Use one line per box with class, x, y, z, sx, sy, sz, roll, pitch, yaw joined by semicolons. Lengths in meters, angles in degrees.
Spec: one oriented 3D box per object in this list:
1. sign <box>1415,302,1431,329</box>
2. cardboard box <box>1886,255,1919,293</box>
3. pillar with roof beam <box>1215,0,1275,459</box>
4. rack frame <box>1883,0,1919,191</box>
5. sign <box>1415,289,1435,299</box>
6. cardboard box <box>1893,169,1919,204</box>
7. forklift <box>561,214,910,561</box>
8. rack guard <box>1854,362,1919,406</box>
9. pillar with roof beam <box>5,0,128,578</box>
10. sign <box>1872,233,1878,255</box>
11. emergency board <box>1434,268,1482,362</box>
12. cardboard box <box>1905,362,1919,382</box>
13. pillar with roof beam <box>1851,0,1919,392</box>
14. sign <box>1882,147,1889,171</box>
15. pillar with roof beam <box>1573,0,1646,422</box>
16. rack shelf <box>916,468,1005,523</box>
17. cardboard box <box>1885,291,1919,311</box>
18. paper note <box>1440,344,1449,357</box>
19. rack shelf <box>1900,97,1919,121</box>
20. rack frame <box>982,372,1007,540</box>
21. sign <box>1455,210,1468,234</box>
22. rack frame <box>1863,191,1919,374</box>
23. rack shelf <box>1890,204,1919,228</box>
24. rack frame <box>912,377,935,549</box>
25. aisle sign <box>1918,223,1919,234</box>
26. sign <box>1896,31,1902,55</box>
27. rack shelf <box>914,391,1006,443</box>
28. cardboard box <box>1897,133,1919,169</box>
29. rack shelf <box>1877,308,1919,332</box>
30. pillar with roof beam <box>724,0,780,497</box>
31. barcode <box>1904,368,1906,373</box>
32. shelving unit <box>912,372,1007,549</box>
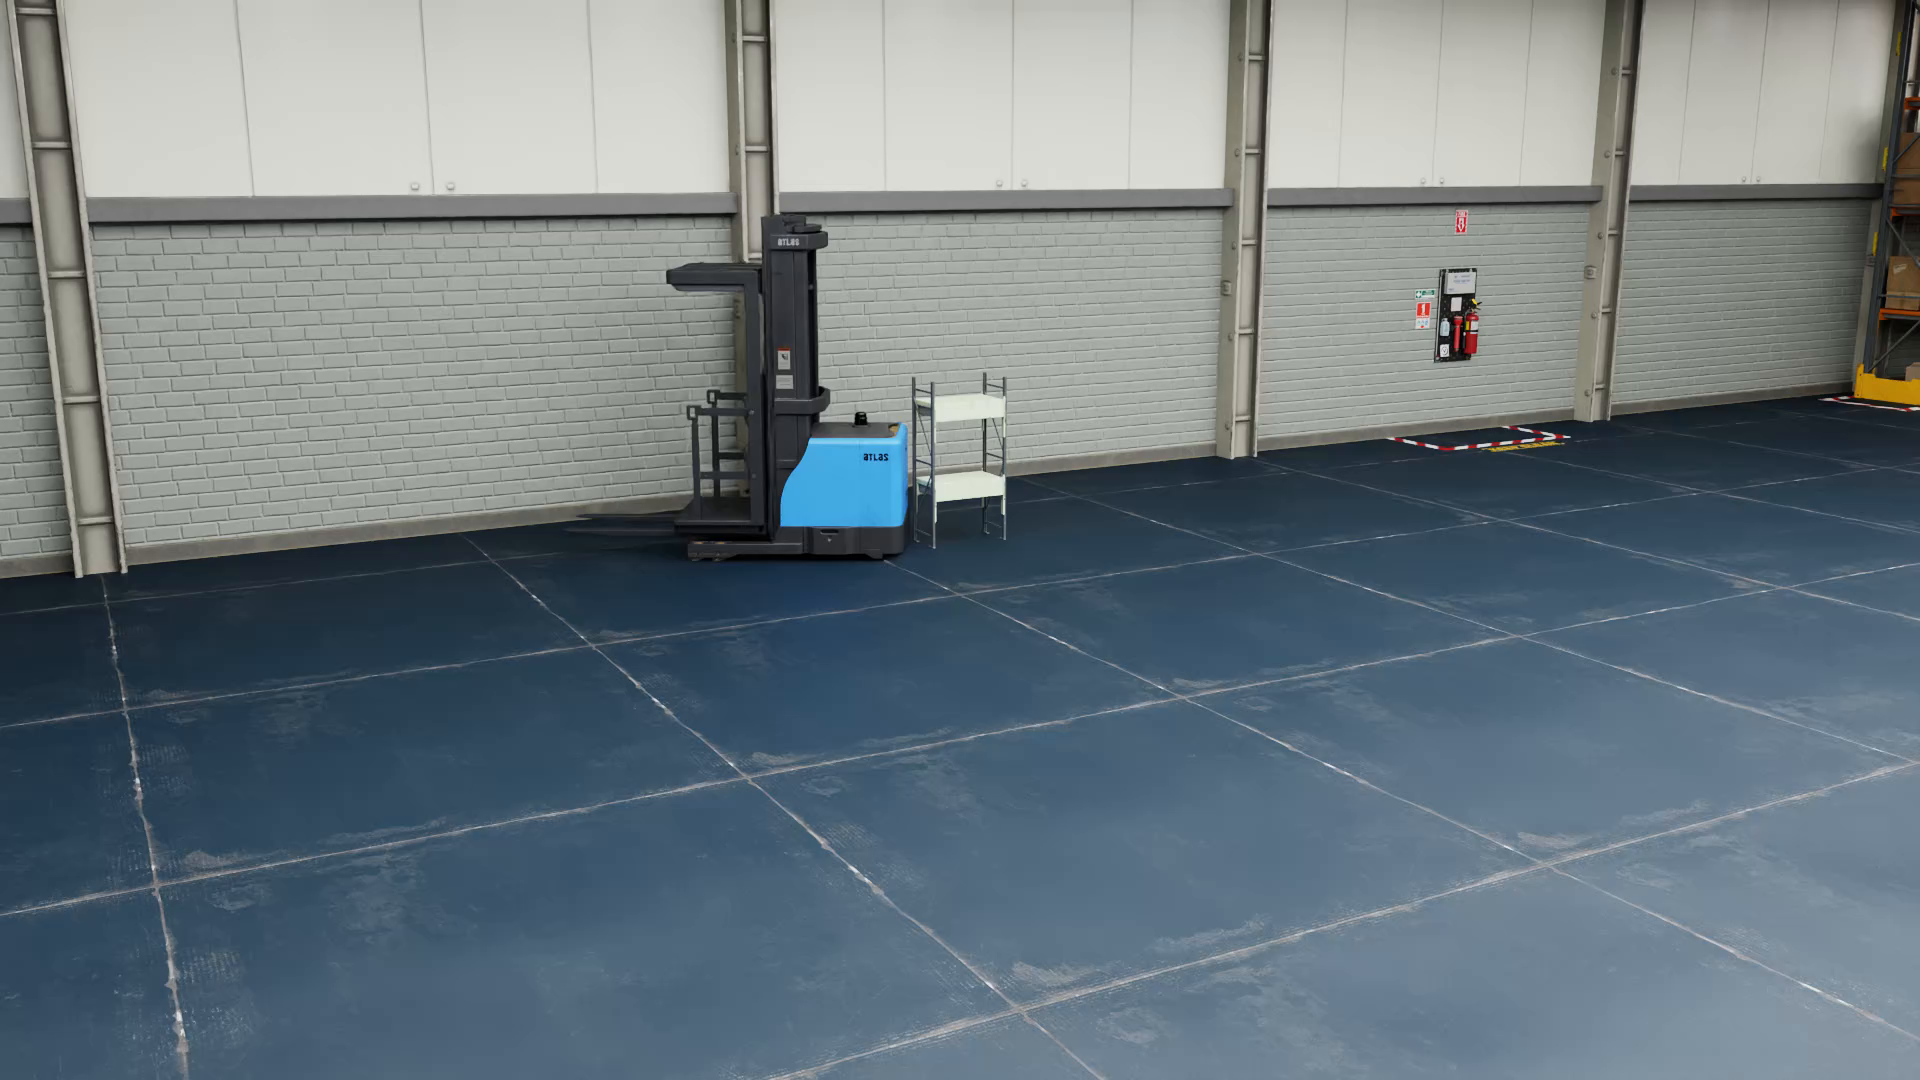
sign;5.810;-2.818;20.859;0.234;0.329;0.001;-7;14;-28
cardboard box;13.910;-3.875;24.226;0.500;0.500;0.500;-7;14;-28
pillar with roof beam;5.328;-4.557;15.005;0.400;9.000;9.100;-7;14;-28
rack frame;13.598;-6.409;23.233;0.127;3.000;1.000;-7;14;-28
sign;5.818;-3.075;20.795;0.331;0.109;0.001;-7;14;-28
cardboard box;13.843;-5.097;23.961;0.500;0.500;0.500;-6;14;-24
forklift;-1.981;-1.361;14.620;3.031;2.935;1.130;0;13;1
rack guard;13.665;-2.271;24.202;0.348;0.500;1.175;-7;14;-28
pillar with roof beam;-5.205;-3.295;9.396;0.400;9.000;9.100;-7;14;-28
sign;13.350;-4.311;24.215;0.005;0.325;0.100;-7;14;-28
emergency board;6.344;-2.839;21.033;0.643;1.169;0.194;-7;14;-28
cardboard box;14.249;-2.441;24.385;0.500;0.311;0.500;-9;15;-34
pillar with roof beam;15.861;-5.820;20.615;0.400;9.000;9.100;-7;14;-28
sign;13.350;-5.487;23.950;0.005;0.325;0.100;-7;14;-28
pillar with roof beam;10.594;-5.189;17.810;0.400;9.000;9.100;-7;14;-28
rack shelf;-0.006;-0.413;15.154;0.720;0.370;0.431;-7;14;-28
cardboard box;13.916;-3.506;24.291;0.500;0.250;0.500;-7;14;-27
paper note;6.156;-2.404;21.106;0.142;0.148;0.016;-7;14;-28
rack shelf;15.354;-6.267;24.248;4.000;0.370;1.077;-7;14;-28
rack frame;0.315;-0.769;15.253;0.023;1.500;0.400;-7;14;-28
sign;6.290;-3.988;20.860;0.199;0.298;0.001;-7;14;-28
rack frame;13.598;-3.482;23.892;0.127;3.000;1.000;-7;14;-28
rack shelf;15.354;-4.805;24.577;4.000;0.370;1.077;-7;14;-28
rack frame;-0.327;-0.692;14.911;0.023;1.500;0.400;-7;14;-28
aisle sign;13.679;-4.685;23.316;0.004;0.787;0.394;-7;14;-28
sign;13.350;-7.051;23.598;0.005;0.325;0.100;-7;14;-28
rack shelf;-0.006;-1.112;14.996;0.720;0.370;0.431;-7;14;-28
cardboard box;13.851;-5.588;23.865;0.500;0.500;0.500;-6;14;-25
rack shelf;15.354;-3.342;24.906;4.000;0.370;1.077;-7;14;-28
pillar with roof beam;0.062;-3.926;12.201;0.400;9.000;9.100;-7;14;-28
barcode;14.073;-2.524;24.735;0.075;0.075;0.001;-7;14;-28
shelving unit;-0.006;-0.731;15.082;0.755;1.500;0.431;-7;14;-28
